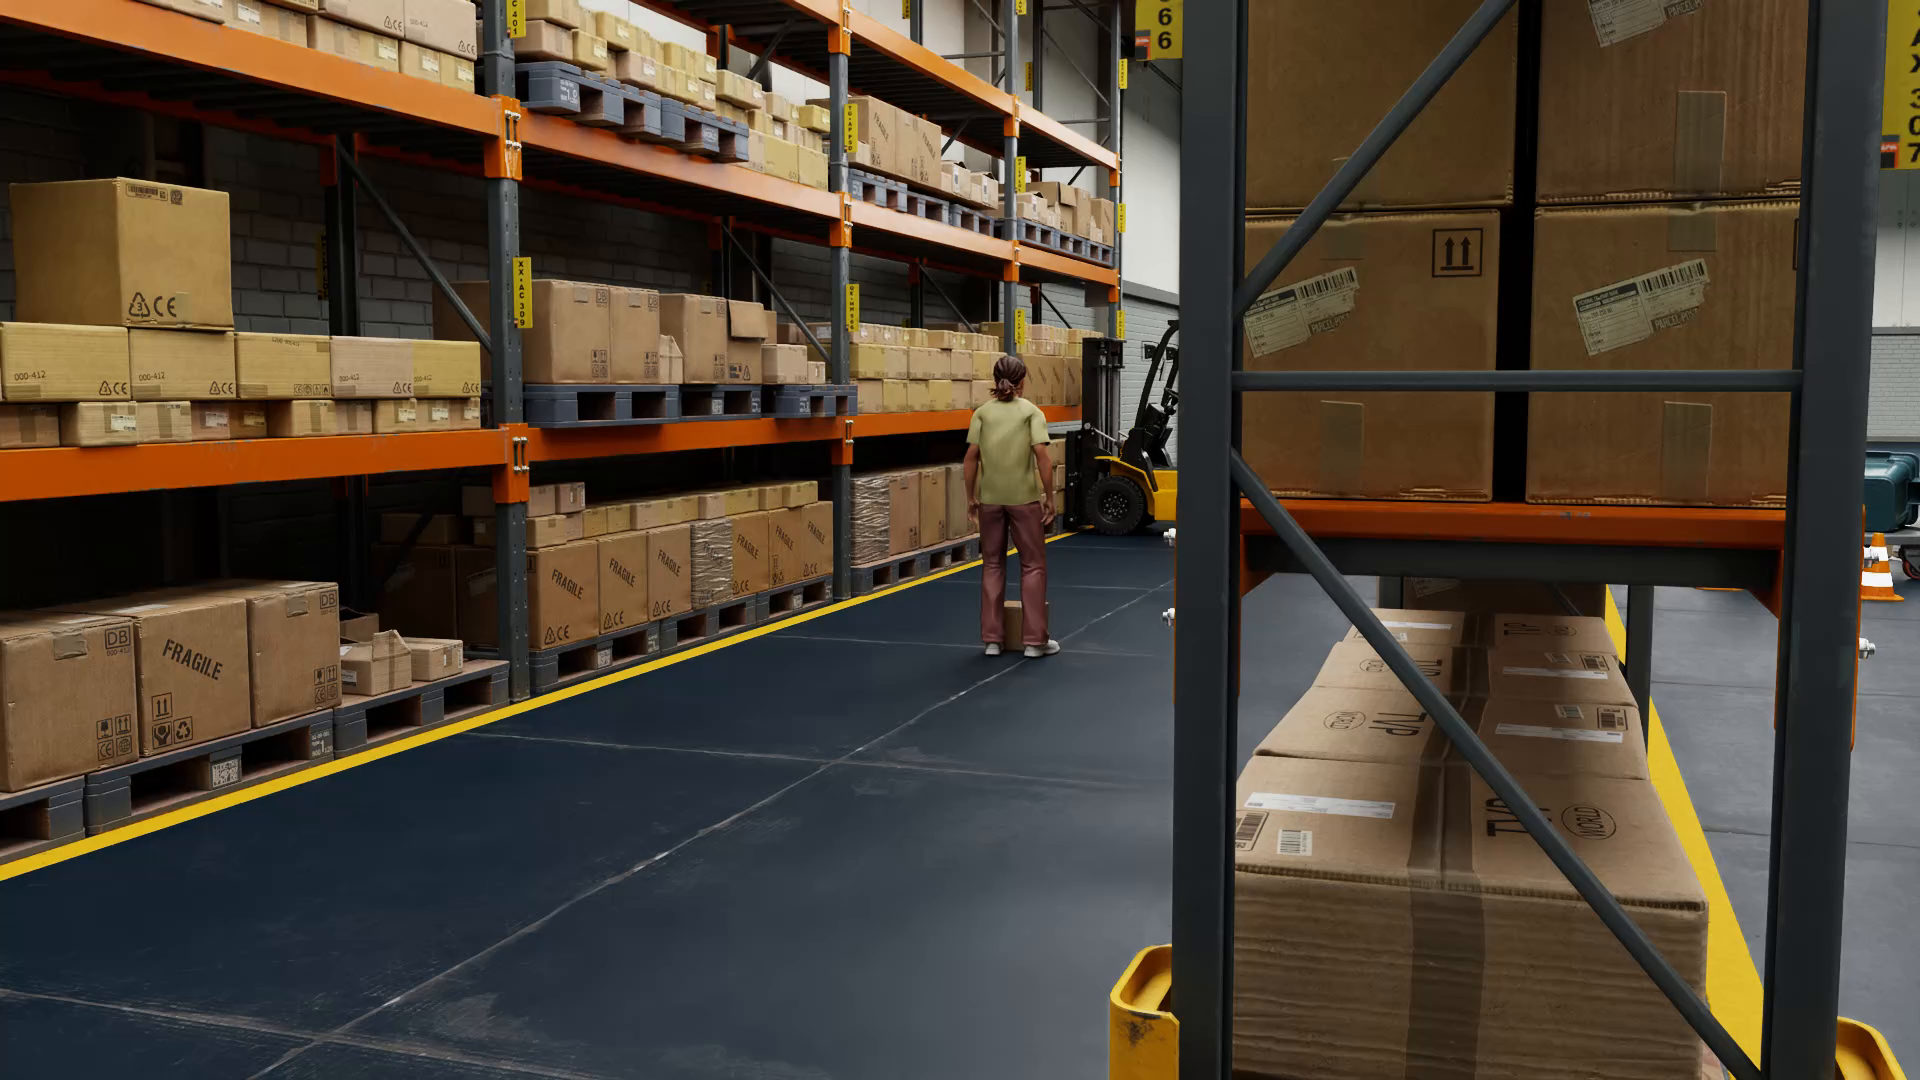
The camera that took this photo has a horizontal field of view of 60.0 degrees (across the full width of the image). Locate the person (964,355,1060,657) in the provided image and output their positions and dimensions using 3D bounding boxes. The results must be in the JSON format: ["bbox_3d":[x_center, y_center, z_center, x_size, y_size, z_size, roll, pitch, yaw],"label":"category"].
[{"bbox_3d":[0.282,-0.192,9.283,0.510,1.673,0.351,2,6,17],"label":"person"}]
